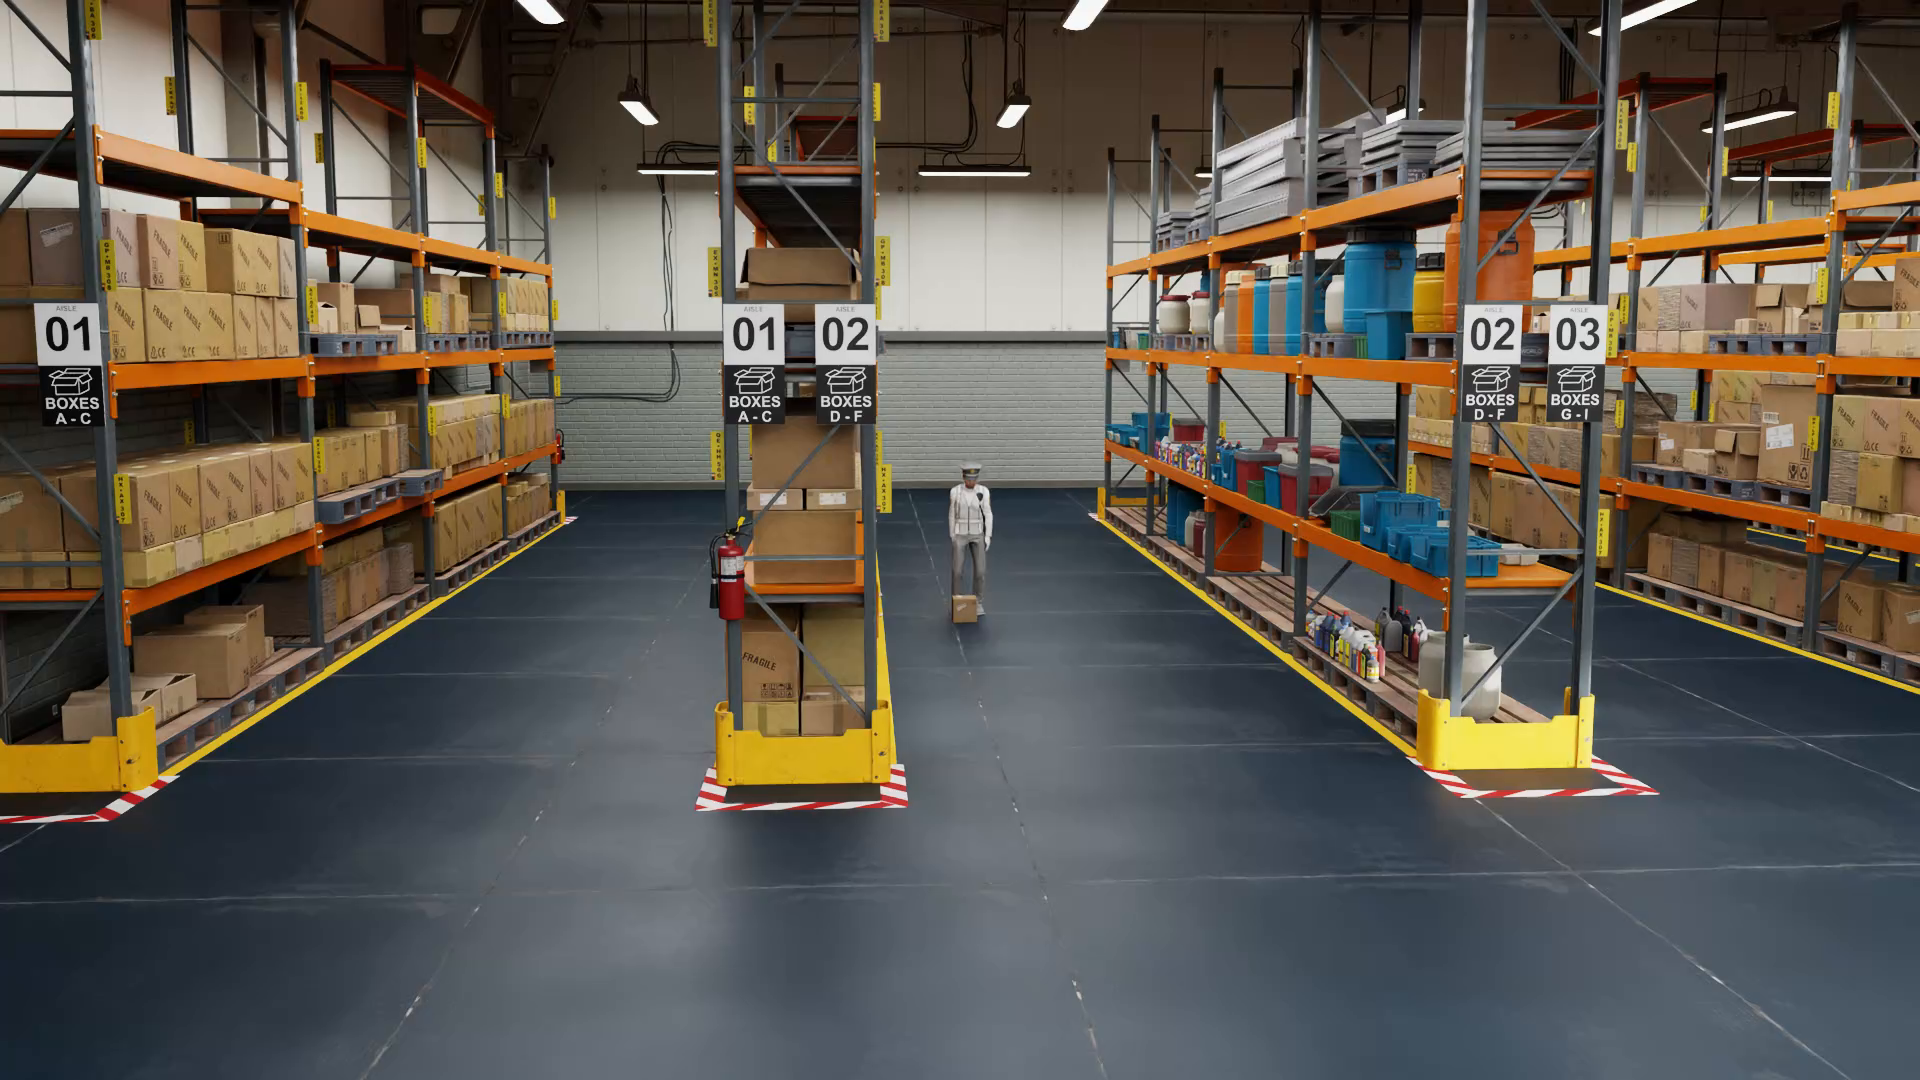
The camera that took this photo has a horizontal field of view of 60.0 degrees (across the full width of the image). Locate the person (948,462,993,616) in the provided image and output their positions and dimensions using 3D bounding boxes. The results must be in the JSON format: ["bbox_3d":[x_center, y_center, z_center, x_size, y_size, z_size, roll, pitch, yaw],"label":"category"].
[{"bbox_3d":[0.115,-0.012,17.948,0.482,1.657,0.366,0,7,-2],"label":"person"}]
